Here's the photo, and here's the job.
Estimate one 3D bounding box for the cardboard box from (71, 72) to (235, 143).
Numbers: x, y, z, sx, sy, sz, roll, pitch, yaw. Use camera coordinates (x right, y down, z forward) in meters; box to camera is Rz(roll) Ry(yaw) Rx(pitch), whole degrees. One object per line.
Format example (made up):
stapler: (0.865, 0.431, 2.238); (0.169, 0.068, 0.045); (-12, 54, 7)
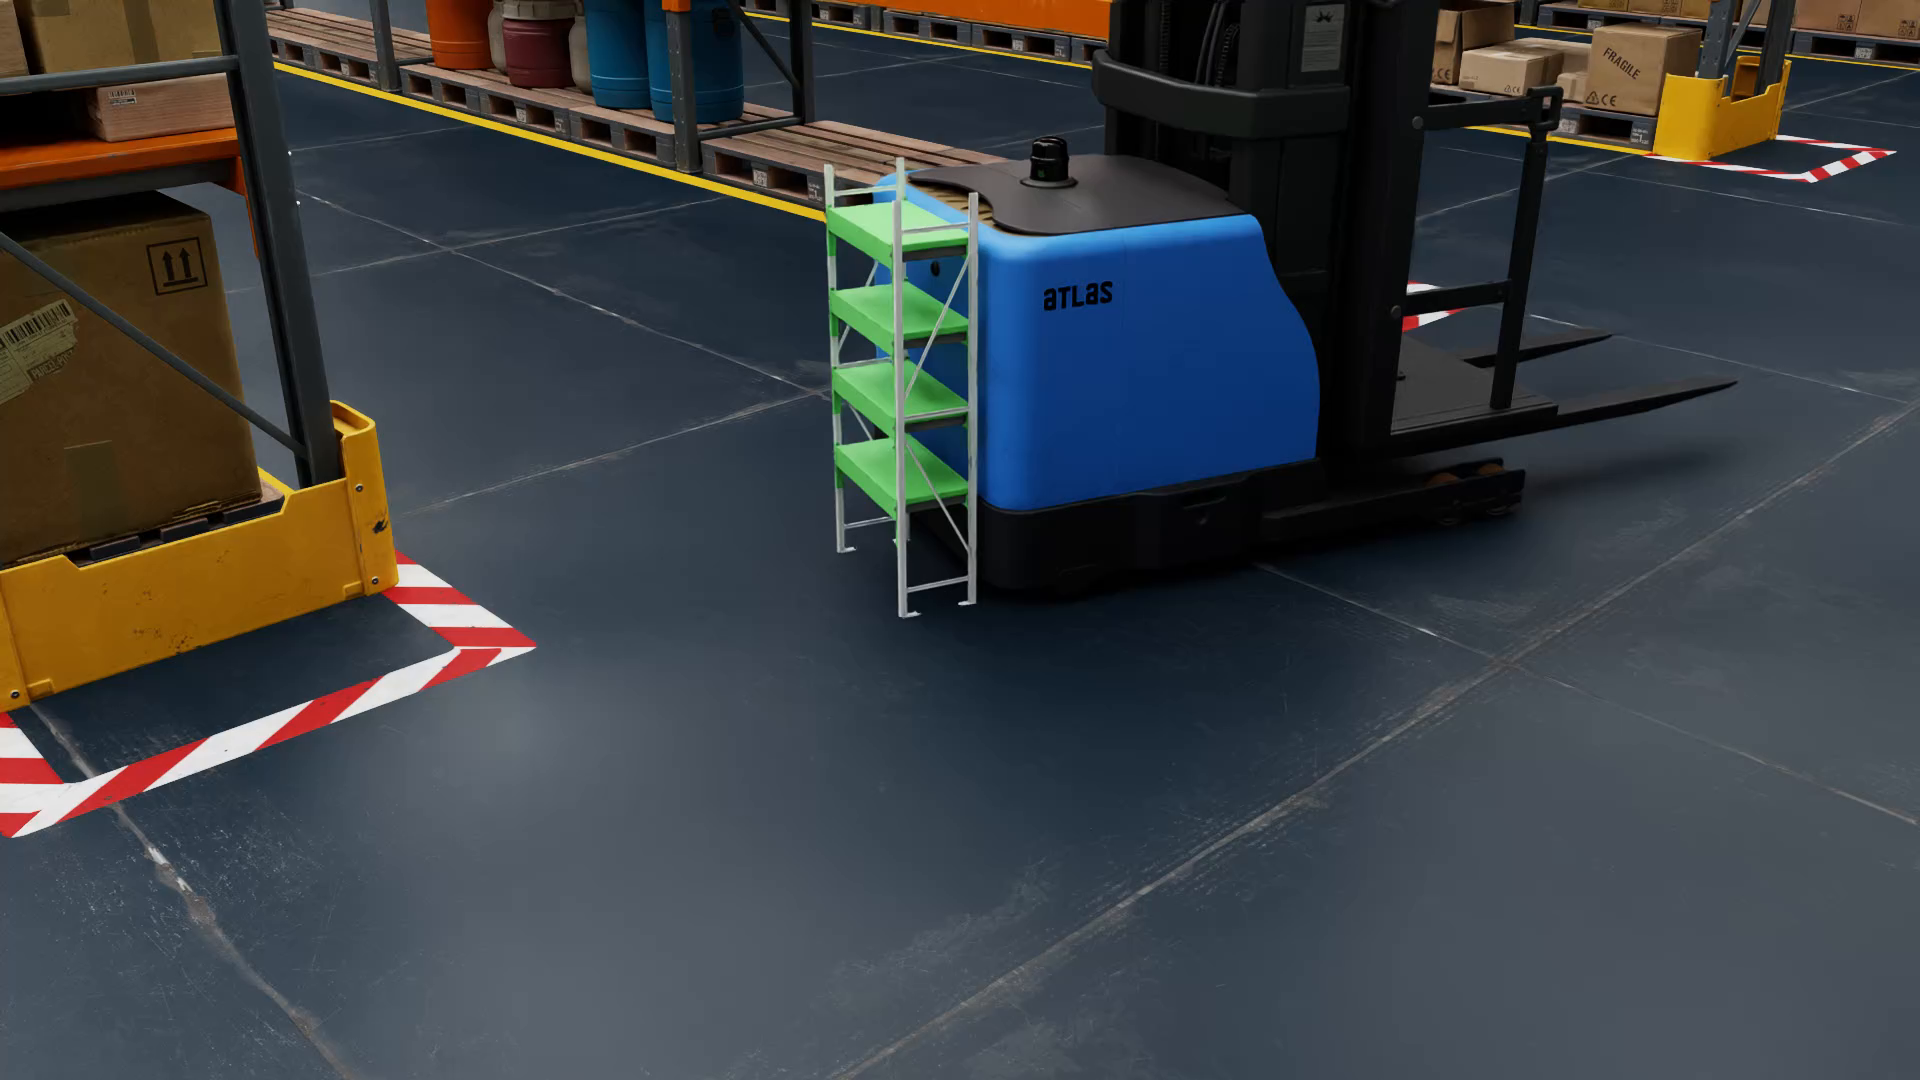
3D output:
cardboard box: (-2.213, -1.215, 4.602); (0.380, 0.149, 0.250); (-21, 32, -38)

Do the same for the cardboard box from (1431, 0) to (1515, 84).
cardboard box: (3.576, -3.646, 12.105); (0.797, 0.503, 0.637); (-21, 32, -38)

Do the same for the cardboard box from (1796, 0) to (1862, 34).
cardboard box: (7.742, -4.733, 14.516); (0.700, 0.500, 0.500); (-21, 32, -39)

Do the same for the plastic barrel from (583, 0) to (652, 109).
plastic barrel: (-2.173, -3.366, 11.036); (0.600, 0.901, 0.708); (-21, 32, -38)

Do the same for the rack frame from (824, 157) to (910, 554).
rack frame: (-0.269, -0.527, 4.960); (0.240, 1.200, 0.015); (-11, 27, -23)

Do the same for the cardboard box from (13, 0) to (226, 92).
cardboard box: (-2.342, -1.417, 4.565); (0.500, 0.250, 0.500); (-22, 33, -40)

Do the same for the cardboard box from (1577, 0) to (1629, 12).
cardboard box: (6.338, -5.354, 15.877); (0.700, 0.500, 0.500); (-21, 32, -38)

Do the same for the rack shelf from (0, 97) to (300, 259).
rack shelf: (-3.578, -1.407, 5.586); (1.077, 0.370, 4.000); (-21, 32, -38)

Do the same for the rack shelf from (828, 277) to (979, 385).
rack shelf: (-0.166, -0.595, 4.685); (0.258, 0.148, 0.480); (-11, 27, -23)

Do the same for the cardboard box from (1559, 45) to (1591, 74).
cardboard box: (4.516, -3.283, 11.615); (0.500, 0.250, 0.500); (-21, 32, -38)

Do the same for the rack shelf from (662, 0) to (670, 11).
rack shelf: (-2.697, -4.024, 11.323); (1.077, 0.370, 4.000); (-21, 32, -38)

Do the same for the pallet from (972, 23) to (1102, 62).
pallet: (0.867, -4.486, 14.829); (1.003, 0.211, 1.213); (-21, 32, -38)

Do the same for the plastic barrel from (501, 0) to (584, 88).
plastic barrel: (-2.945, -3.565, 11.851); (0.600, 0.588, 0.708); (-21, 32, -38)

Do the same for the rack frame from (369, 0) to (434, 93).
rack frame: (-4.064, -4.957, 12.501); (1.000, 3.000, 0.127); (-21, 32, -38)

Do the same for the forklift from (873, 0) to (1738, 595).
forklift: (1.278, -1.568, 5.156); (3.031, 2.935, 1.130); (-11, 27, -22)

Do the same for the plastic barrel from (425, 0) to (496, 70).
plastic barrel: (-3.717, -4.017, 12.550); (0.600, 0.830, 0.708); (-21, 32, -38)

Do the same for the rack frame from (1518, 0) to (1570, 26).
rack frame: (5.902, -6.555, 16.006); (1.000, 3.000, 0.127); (-21, 32, -38)

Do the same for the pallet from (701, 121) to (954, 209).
pallet: (-0.799, -2.265, 9.960); (1.003, 0.211, 1.213); (-21, 32, -38)

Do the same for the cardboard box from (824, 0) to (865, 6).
cardboard box: (-0.983, -5.391, 16.260); (0.500, 0.250, 0.500); (-20, 31, -37)

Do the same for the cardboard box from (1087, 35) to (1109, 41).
cardboard box: (1.410, -4.432, 13.833); (0.500, 0.500, 0.500); (-21, 32, -38)

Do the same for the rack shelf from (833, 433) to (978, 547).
rack shelf: (-0.166, -0.159, 4.884); (0.258, 0.148, 0.480); (-11, 27, -23)

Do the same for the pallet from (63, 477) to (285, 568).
pallet: (-2.815, -0.079, 5.170); (1.003, 0.211, 1.213); (-21, 32, -38)

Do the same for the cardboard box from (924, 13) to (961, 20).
cardboard box: (0.019, -5.048, 15.183); (0.500, 0.500, 0.500); (22, 33, 40)

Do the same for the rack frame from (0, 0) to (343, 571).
rack frame: (-2.211, -1.128, 4.109); (1.000, 3.000, 0.127); (-21, 32, -38)

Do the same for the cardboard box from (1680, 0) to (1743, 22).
cardboard box: (7.028, -5.044, 15.199); (0.700, 0.500, 0.500); (-20, 31, -37)

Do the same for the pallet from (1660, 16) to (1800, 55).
pallet: (7.203, -4.664, 15.220); (1.003, 0.211, 1.213); (-21, 32, -38)

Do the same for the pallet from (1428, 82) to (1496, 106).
pallet: (3.595, -3.302, 12.234); (1.003, 0.211, 1.213); (-21, 32, -38)

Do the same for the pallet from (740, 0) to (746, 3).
pallet: (-2.647, -6.092, 18.349); (1.003, 0.211, 1.213); (-21, 32, -38)

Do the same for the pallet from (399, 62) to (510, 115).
pallet: (-3.494, -3.461, 12.583); (1.003, 0.211, 1.213); (-21, 32, -38)

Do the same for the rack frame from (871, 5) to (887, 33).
rack frame: (-0.445, -6.361, 15.579); (1.000, 3.000, 0.127); (-21, 32, -38)

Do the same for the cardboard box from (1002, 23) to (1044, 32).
cardboard box: (0.719, -4.738, 14.503); (0.500, 0.500, 0.500); (22, 33, 40)

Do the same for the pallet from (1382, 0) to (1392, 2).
pallet: (4.481, -5.869, 17.860); (1.003, 0.211, 1.213); (-21, 32, -38)

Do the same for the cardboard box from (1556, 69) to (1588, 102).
cardboard box: (4.260, -3.091, 11.296); (0.380, 0.166, 0.250); (-21, 32, -38)

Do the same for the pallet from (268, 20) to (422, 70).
pallet: (-5.395, -4.303, 14.429); (1.003, 0.211, 1.213); (-21, 32, -38)

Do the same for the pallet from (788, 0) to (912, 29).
pallet: (-0.980, -5.353, 16.729); (1.003, 0.211, 1.213); (-21, 32, -38)

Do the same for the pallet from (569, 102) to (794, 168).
pallet: (-1.827, -2.722, 10.962); (1.003, 0.211, 1.213); (-21, 32, -38)

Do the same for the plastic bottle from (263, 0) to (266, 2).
plastic bottle: (-6.765, -5.347, 16.199); (0.097, 0.201, 0.097); (0, 25, 0)

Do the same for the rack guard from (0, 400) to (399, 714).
rack guard: (-2.195, 0.017, 4.611); (1.175, 0.500, 0.348); (-21, 32, -38)

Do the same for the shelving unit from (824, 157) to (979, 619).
shelving unit: (-0.166, -0.435, 4.758); (0.258, 1.200, 0.503); (-11, 27, -23)

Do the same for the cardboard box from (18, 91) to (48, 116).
cardboard box: (-2.565, -1.370, 4.941); (0.380, 0.149, 0.250); (-22, 33, -40)

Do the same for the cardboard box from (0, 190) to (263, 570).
cardboard box: (-2.707, -0.524, 4.838); (0.875, 0.875, 0.875); (-21, 32, -38)
